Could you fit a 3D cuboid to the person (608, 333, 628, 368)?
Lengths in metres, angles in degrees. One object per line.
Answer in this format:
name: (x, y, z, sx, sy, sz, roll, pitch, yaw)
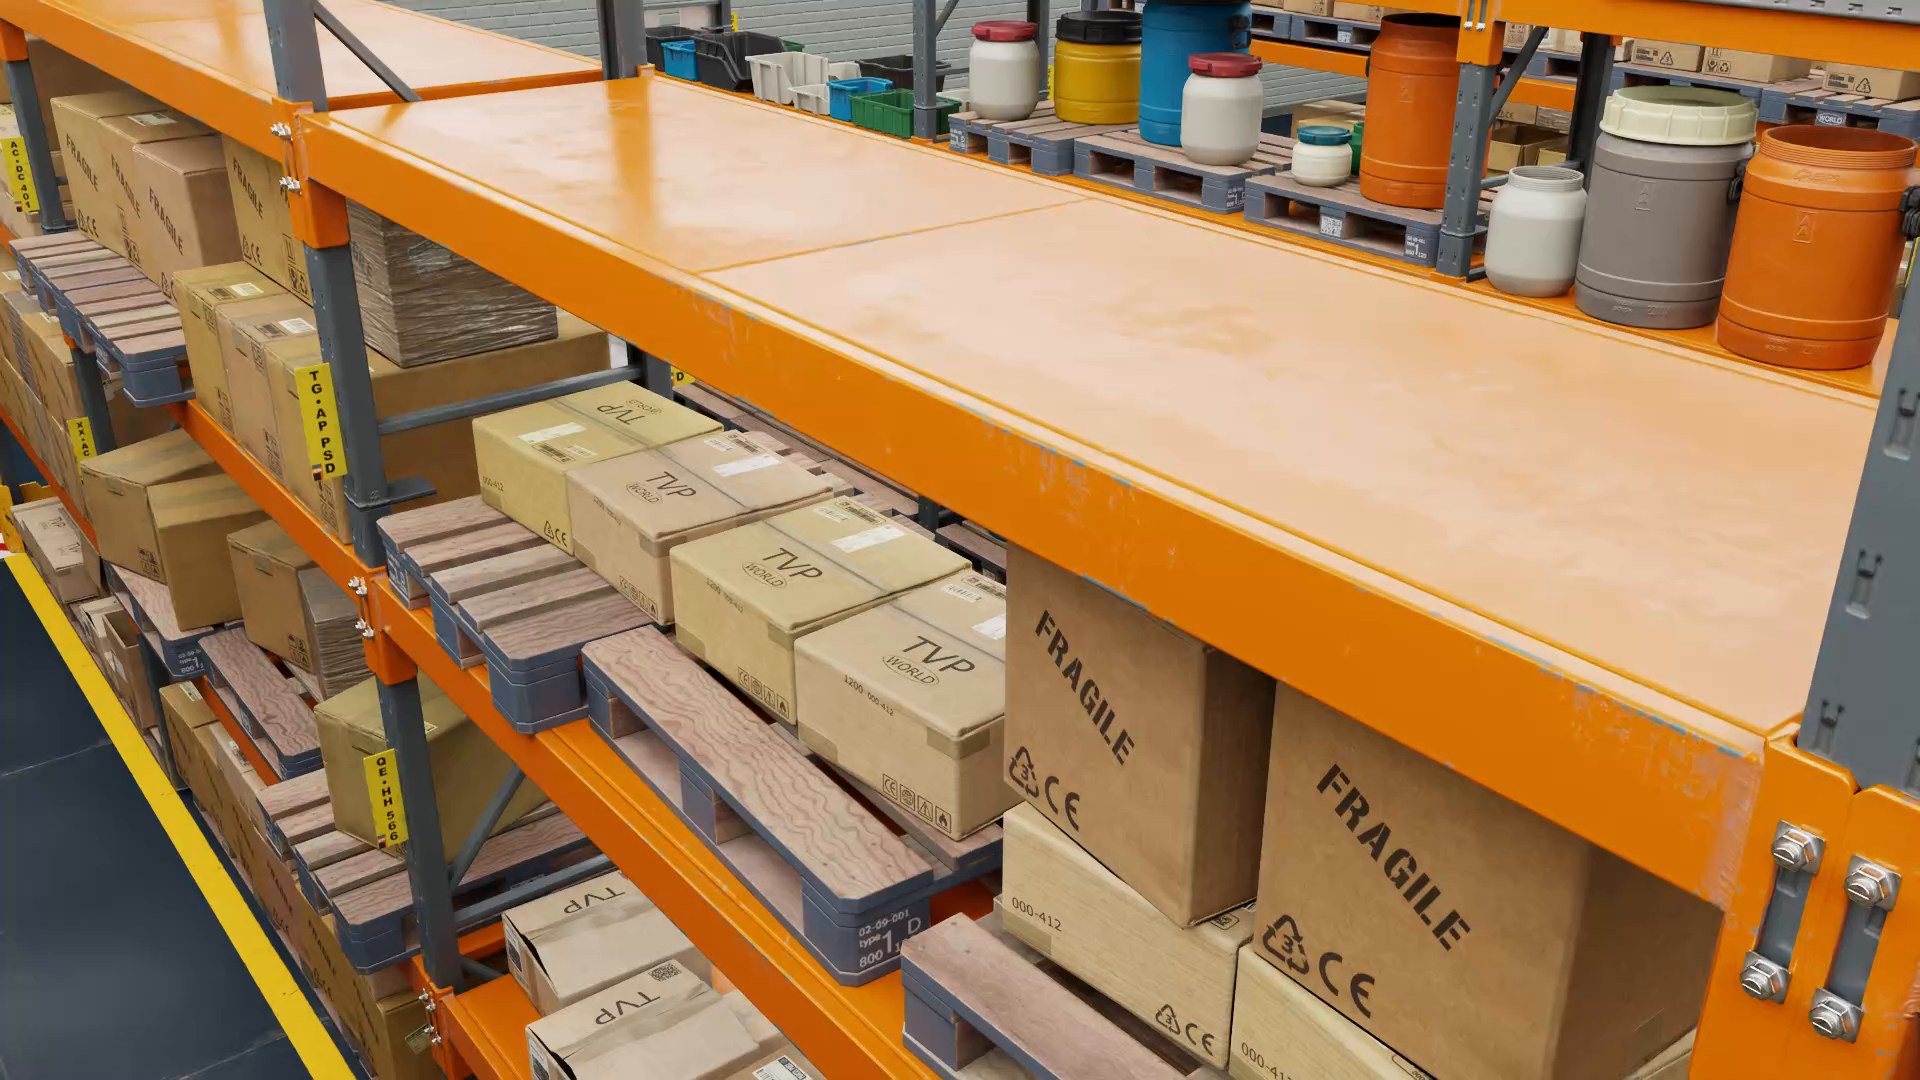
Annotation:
person: (-2.639, -1.286, 12.385, 0.566, 1.812, 0.481, -19, 31, -36)
